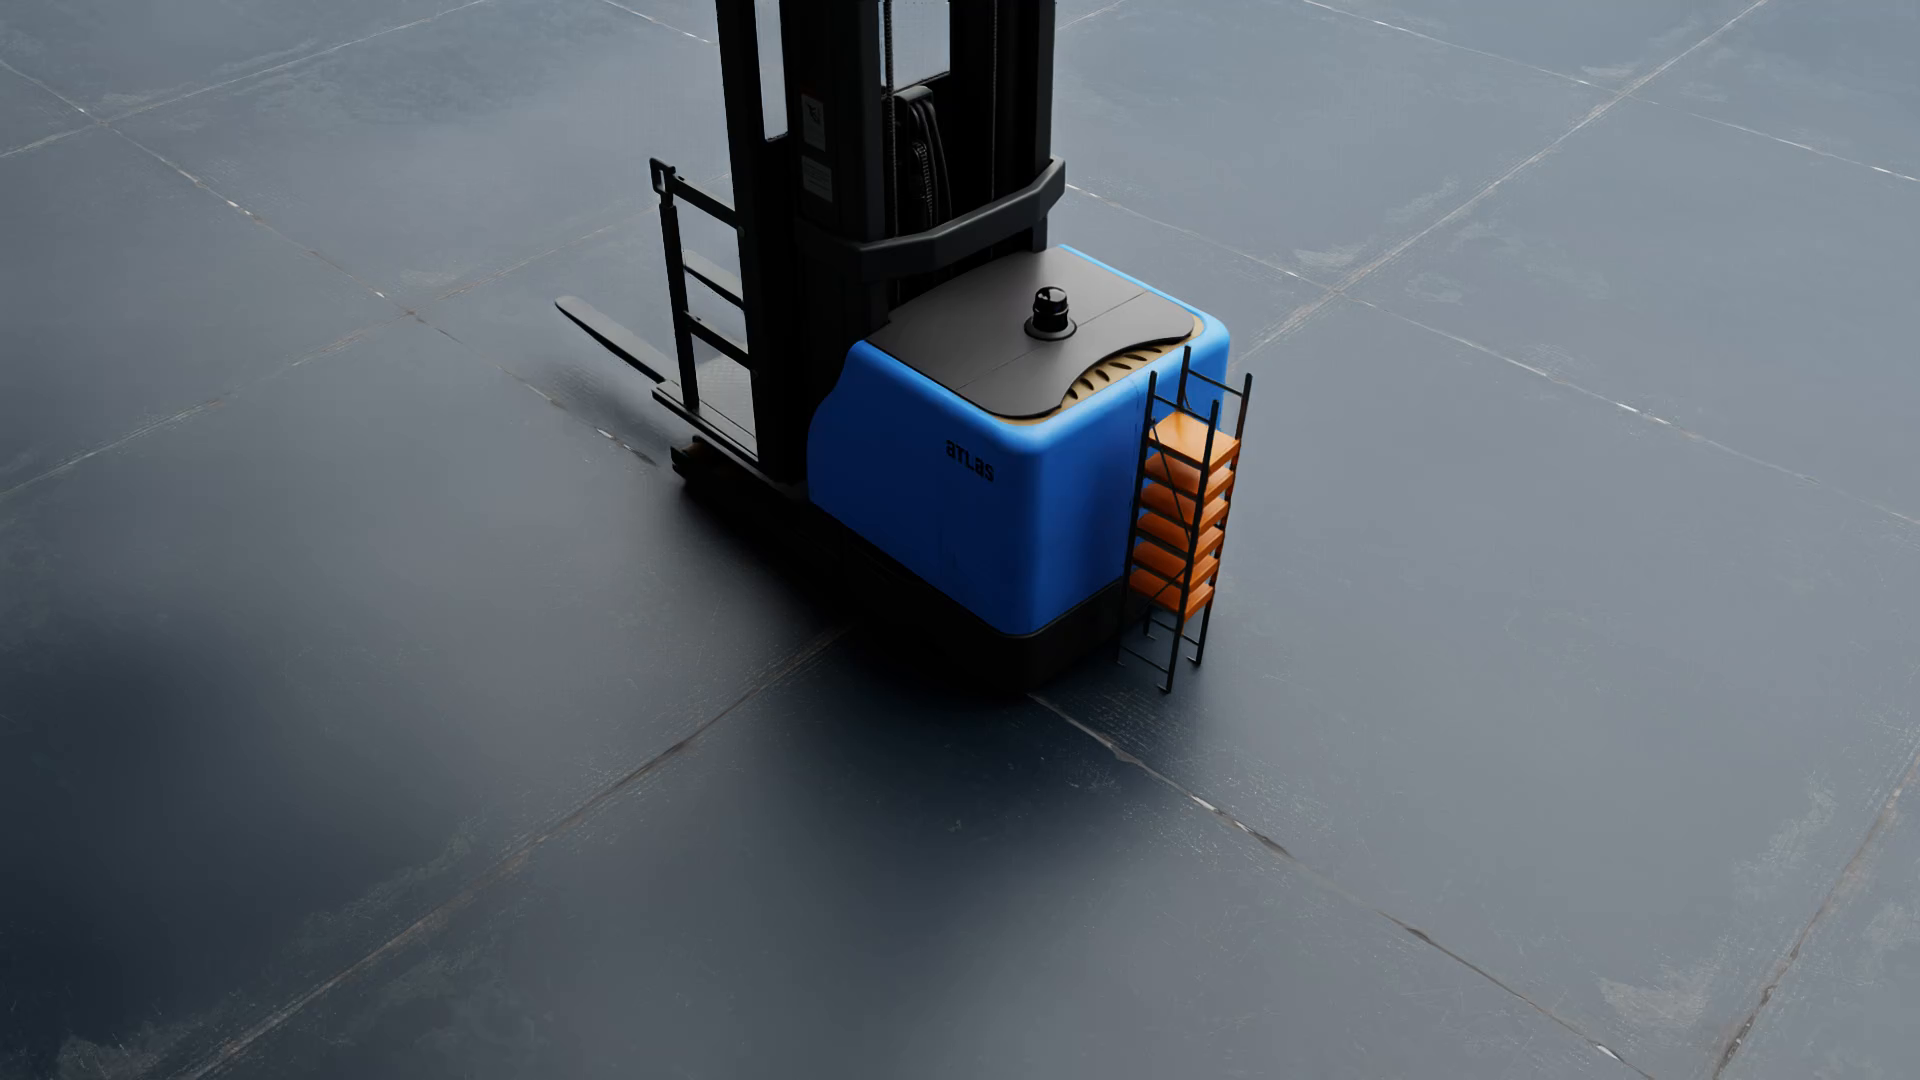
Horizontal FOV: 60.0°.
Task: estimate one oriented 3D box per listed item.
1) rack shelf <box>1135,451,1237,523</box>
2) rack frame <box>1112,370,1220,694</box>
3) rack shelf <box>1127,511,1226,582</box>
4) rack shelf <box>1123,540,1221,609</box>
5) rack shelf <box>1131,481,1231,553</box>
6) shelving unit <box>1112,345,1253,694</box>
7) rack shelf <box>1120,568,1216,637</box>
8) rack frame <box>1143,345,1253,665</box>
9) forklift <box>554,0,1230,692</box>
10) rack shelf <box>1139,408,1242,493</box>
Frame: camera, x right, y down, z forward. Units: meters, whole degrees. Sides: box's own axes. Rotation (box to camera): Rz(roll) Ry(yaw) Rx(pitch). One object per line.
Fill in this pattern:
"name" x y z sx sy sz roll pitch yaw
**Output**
"rack shelf" 0.704 -0.187 5.197 0.258 0.103 0.180 29 47 28
"rack frame" 0.638 0.006 5.268 0.240 1.200 0.006 29 47 28
"rack shelf" 0.695 -0.003 5.351 0.258 0.103 0.180 29 47 28
"rack shelf" 0.691 0.089 5.429 0.258 0.103 0.180 29 47 28
"rack shelf" 0.699 -0.095 5.274 0.258 0.103 0.180 29 47 28
"shelving unit" 0.697 -0.037 5.323 0.258 1.200 0.189 29 47 28
"rack shelf" 0.686 0.180 5.506 0.258 0.103 0.180 29 47 28
"rack frame" 0.755 -0.081 5.378 0.240 1.200 0.006 29 47 28
"forklift" -0.477 -1.469 5.742 1.130 2.935 3.031 -30 48 -32
"rack shelf" 0.708 -0.279 5.120 0.258 0.103 0.180 29 47 28
